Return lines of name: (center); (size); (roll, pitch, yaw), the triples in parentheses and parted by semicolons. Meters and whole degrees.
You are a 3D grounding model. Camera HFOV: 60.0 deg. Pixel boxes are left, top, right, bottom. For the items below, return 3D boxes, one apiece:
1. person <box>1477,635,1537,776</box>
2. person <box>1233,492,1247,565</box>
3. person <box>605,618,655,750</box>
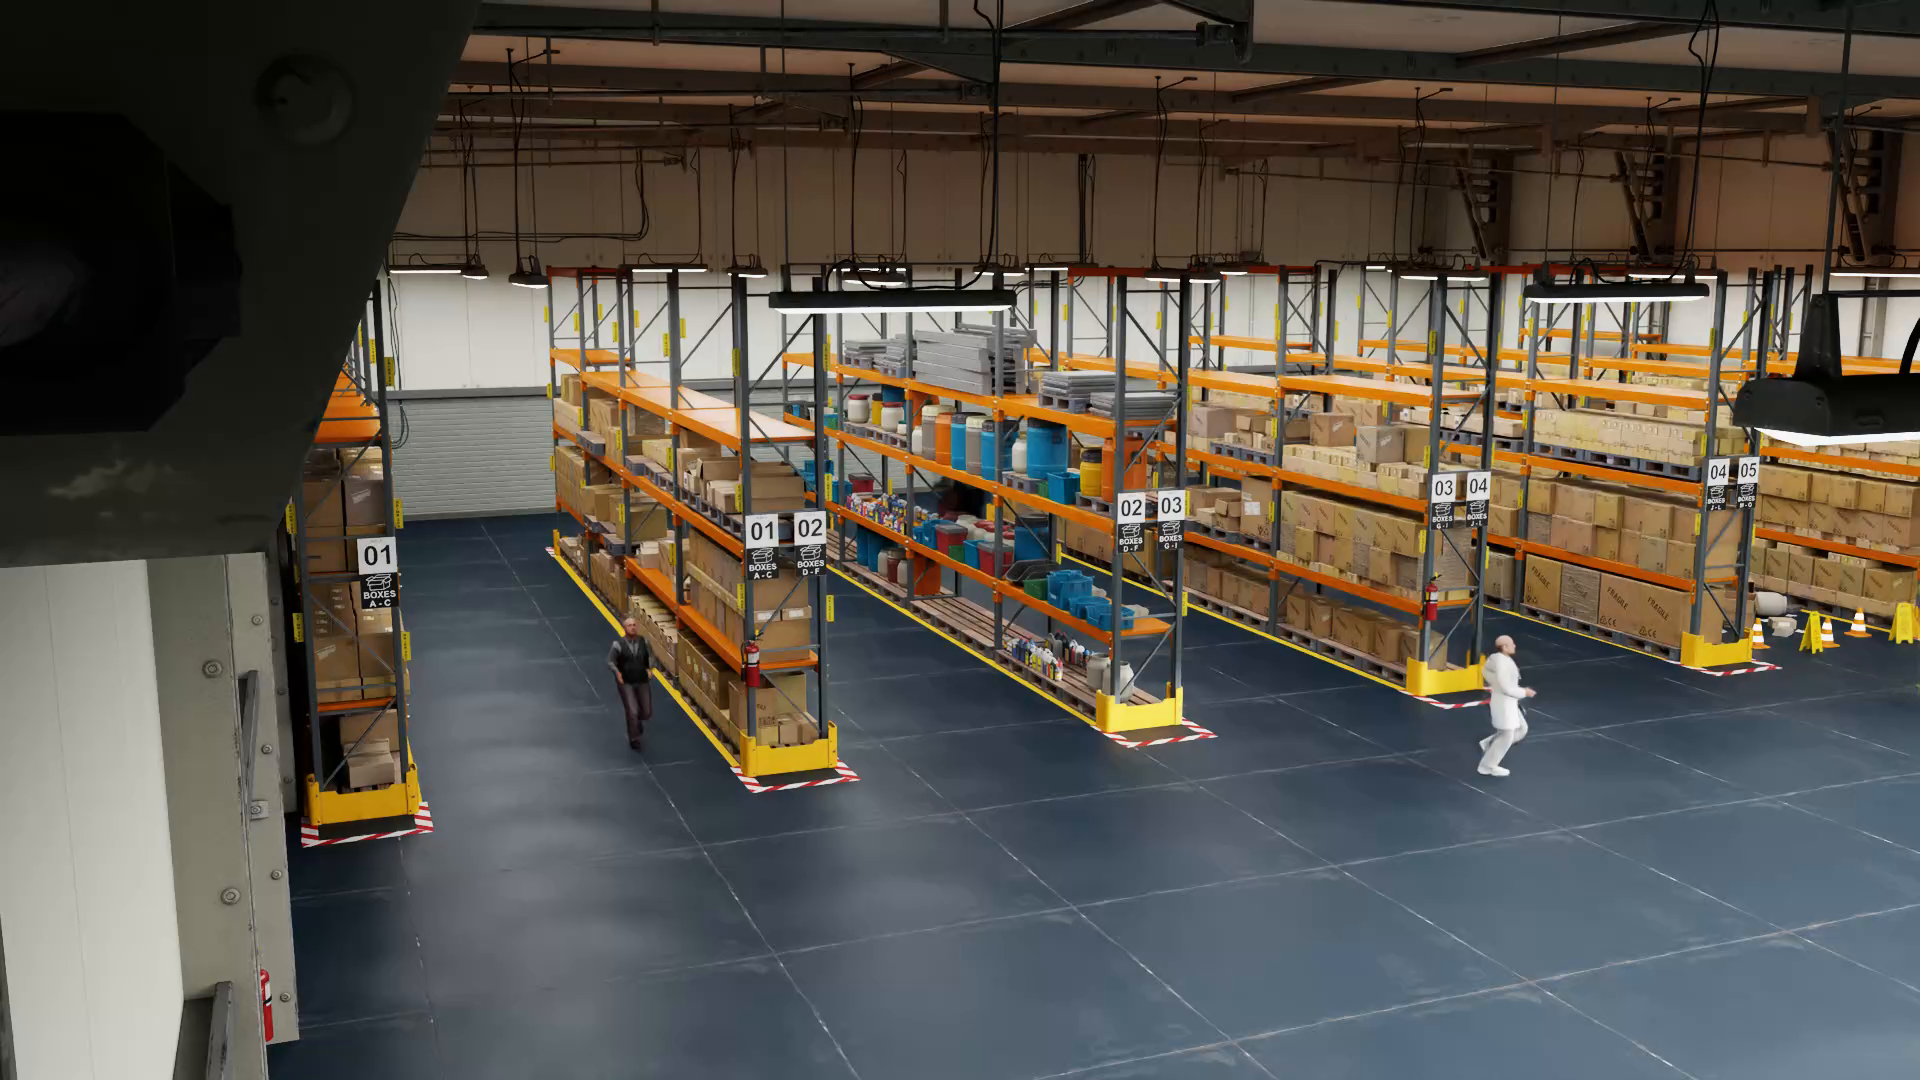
person: (6.635, 2.005, 20.132); (0.631, 1.739, 0.695); (2, 10, 14)
person: (5.603, -0.147, 32.880); (0.574, 1.612, 0.558); (-6, 12, -32)
person: (-4.213, 1.825, 21.361); (0.659, 1.673, 0.614); (-5, 11, -25)
